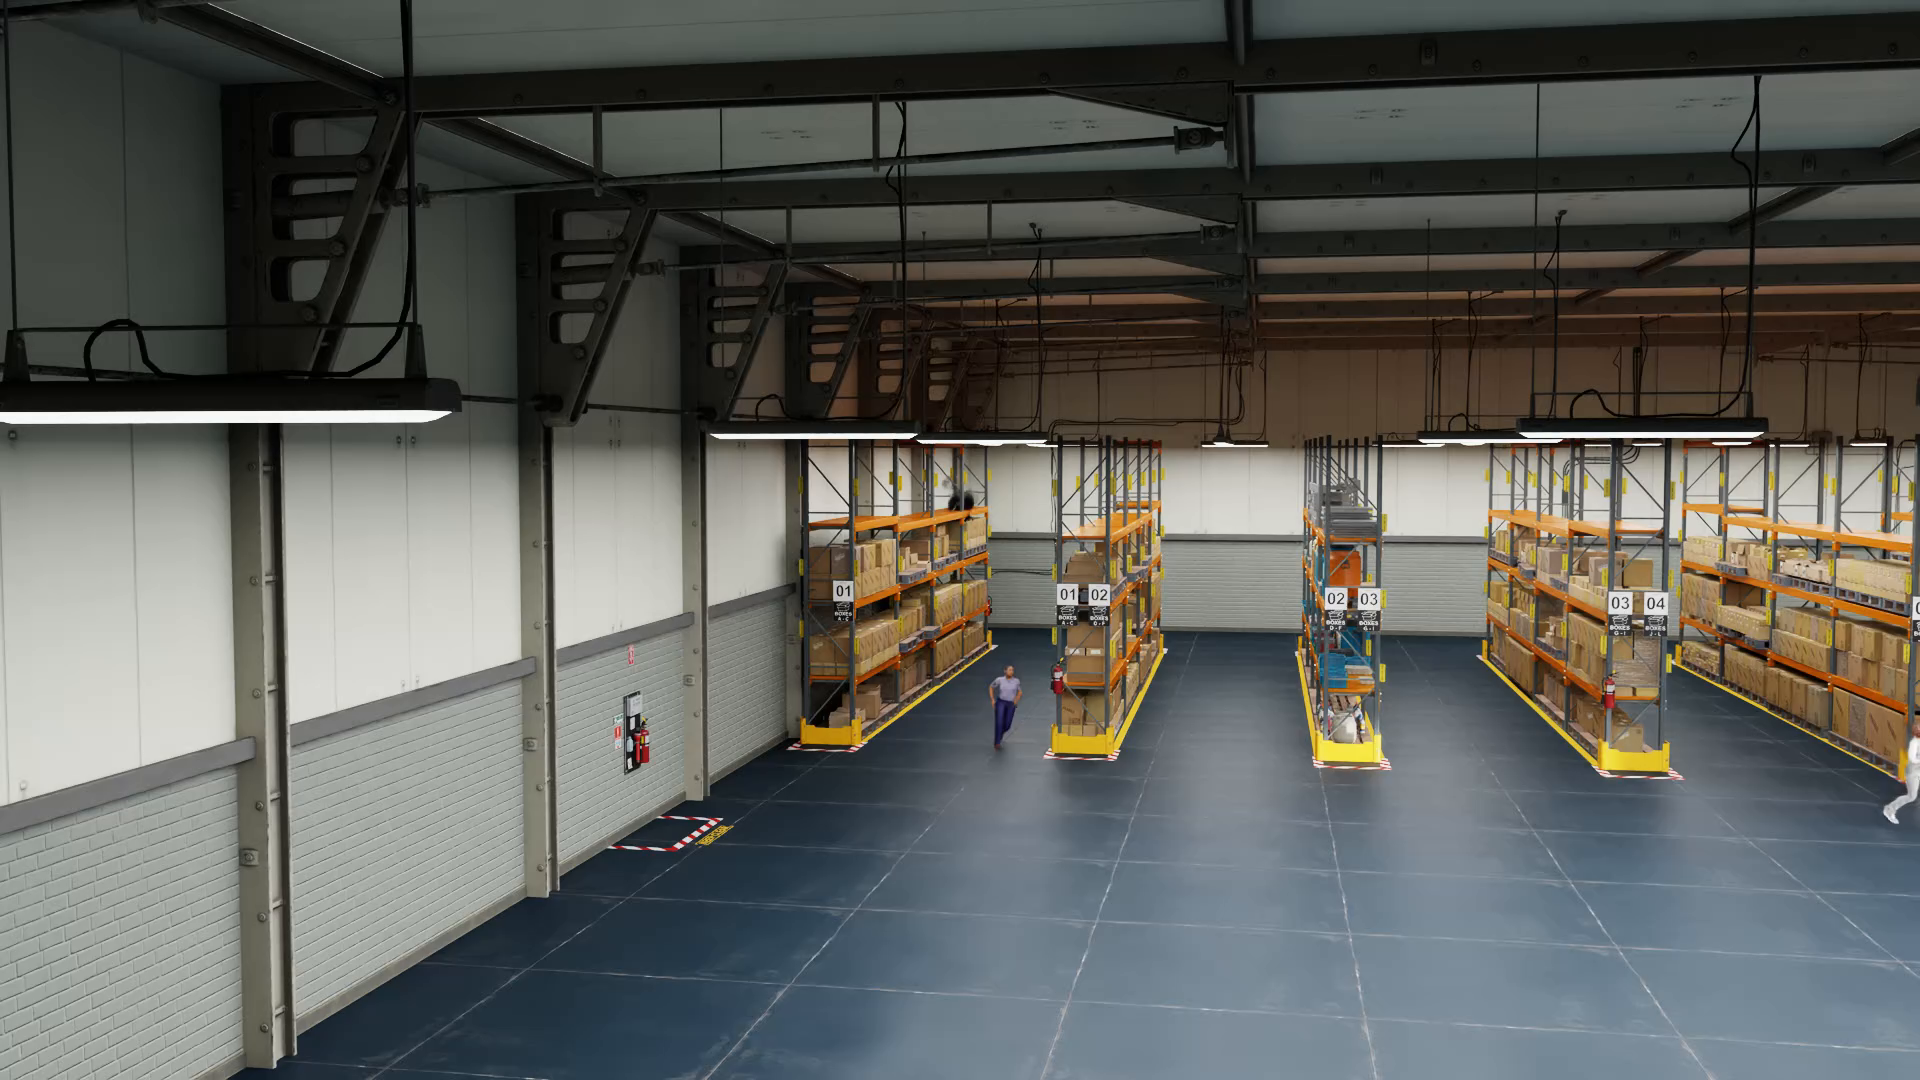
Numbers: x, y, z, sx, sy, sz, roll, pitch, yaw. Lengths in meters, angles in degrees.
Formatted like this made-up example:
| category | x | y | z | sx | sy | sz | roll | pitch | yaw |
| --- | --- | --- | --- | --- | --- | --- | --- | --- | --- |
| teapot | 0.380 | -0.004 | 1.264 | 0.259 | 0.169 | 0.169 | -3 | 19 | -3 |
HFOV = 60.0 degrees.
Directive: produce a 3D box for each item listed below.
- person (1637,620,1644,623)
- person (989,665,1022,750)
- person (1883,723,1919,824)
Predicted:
| category | x | y | z | sx | sy | sz | roll | pitch | yaw |
| --- | --- | --- | --- | --- | --- | --- | --- | --- | --- |
| person | 17.794 | 2.552 | 43.517 | 0.622 | 1.737 | 0.758 | 1 | 3 | 16 |
| person | 0.880 | 3.216 | 32.093 | 0.647 | 1.611 | 0.683 | 0 | 3 | -8 |
| person | 14.388 | 3.563 | 25.087 | 0.562 | 1.622 | 0.779 | -3 | 4 | -44 |
